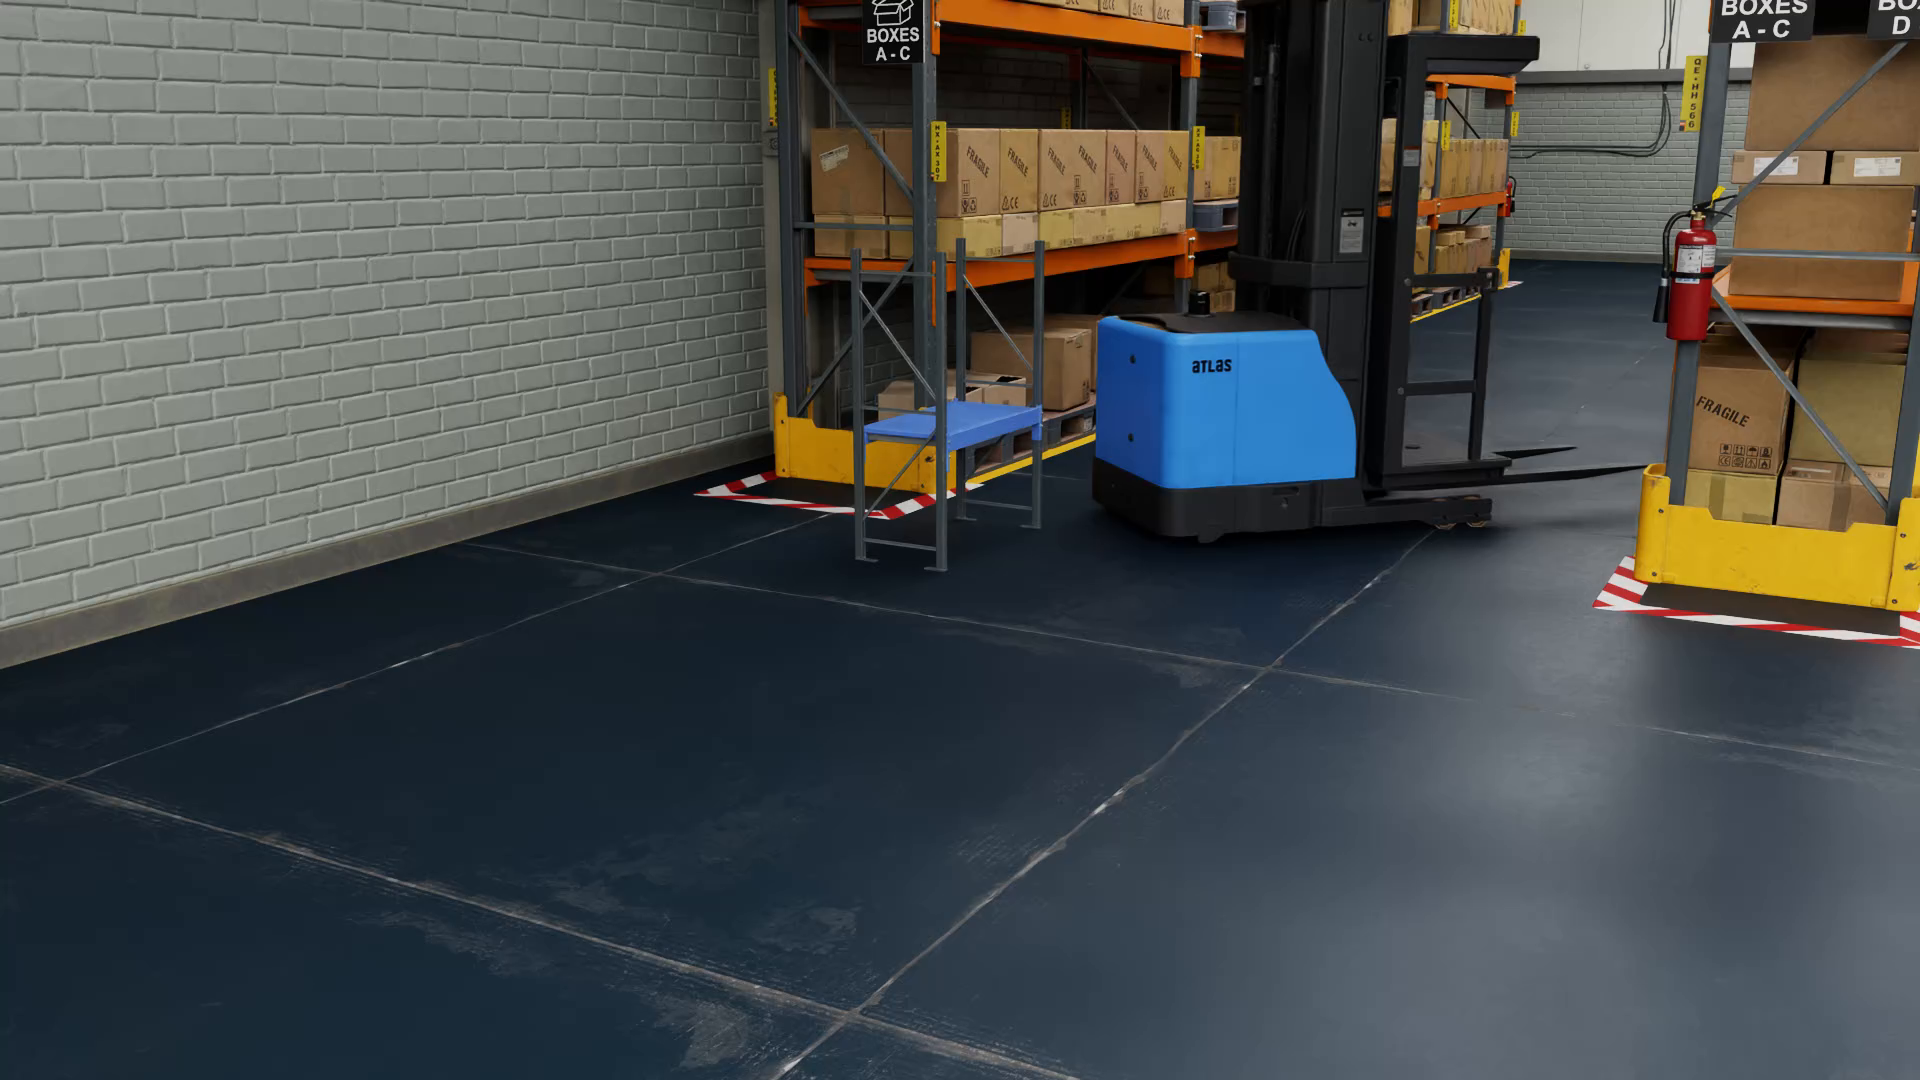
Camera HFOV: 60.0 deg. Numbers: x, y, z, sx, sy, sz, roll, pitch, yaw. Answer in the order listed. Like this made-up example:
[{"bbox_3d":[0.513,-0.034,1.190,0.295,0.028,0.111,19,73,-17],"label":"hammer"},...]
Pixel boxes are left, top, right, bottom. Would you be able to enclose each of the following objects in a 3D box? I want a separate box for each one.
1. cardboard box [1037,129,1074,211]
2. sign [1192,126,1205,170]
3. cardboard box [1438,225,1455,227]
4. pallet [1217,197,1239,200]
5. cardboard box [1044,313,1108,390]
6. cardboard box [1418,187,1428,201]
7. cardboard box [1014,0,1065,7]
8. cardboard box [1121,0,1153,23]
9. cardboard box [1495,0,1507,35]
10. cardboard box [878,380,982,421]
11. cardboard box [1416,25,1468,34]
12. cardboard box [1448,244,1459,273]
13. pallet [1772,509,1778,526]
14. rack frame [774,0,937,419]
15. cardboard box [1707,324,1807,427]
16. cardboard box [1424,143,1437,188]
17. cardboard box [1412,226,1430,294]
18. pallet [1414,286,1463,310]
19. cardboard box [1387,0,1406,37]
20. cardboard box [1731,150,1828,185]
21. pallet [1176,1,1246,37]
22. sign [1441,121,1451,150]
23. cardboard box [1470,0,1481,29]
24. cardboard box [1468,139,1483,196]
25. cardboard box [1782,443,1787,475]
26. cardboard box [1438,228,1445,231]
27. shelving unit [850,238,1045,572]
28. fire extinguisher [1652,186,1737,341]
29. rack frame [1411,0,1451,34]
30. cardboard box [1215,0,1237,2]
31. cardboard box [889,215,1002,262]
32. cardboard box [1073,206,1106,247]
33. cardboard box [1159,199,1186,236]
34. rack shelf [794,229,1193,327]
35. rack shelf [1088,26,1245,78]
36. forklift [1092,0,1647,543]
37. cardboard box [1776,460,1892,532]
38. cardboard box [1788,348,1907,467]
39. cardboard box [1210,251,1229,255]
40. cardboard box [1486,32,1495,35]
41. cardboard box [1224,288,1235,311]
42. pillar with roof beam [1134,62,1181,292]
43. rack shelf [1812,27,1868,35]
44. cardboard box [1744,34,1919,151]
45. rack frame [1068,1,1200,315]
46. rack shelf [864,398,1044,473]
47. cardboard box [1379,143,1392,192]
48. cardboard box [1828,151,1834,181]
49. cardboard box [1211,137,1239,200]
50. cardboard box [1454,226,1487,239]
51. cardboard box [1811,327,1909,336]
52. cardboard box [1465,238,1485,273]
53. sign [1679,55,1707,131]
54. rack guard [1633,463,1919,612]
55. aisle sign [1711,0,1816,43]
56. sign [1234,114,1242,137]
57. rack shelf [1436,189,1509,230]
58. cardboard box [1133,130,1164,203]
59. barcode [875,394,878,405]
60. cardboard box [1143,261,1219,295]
[{"bbox_3d":[0.400,-2.377,10.672,0.500,0.500,0.500,7,15,26],"label":"cardboard box"},{"bbox_3d":[1.815,-2.988,12.681,0.100,0.325,0.005,7,15,28],"label":"sign"},{"bbox_3d":[6.528,-4.183,22.537,0.380,0.149,0.250,7,15,28],"label":"cardboard box"},{"bbox_3d":[2.349,-2.944,14.754,1.003,0.211,1.213,7,15,28],"label":"pallet"},{"bbox_3d":[0.870,-1.409,12.371,0.500,0.500,0.500,6,15,24],"label":"cardboard box"},{"bbox_3d":[5.187,-4.000,19.220,0.380,0.149,0.250,8,16,29],"label":"cardboard box"},{"bbox_3d":[0.322,-3.577,10.313,0.500,0.500,0.500,8,16,31],"label":"cardboard box"},{"bbox_3d":[1.053,-3.910,11.695,0.500,0.500,0.500,6,15,23],"label":"cardboard box"},{"bbox_3d":[6.771,-6.809,21.589,0.500,0.500,0.500,8,16,30],"label":"cardboard box"},{"bbox_3d":[-0.184,-0.845,10.437,0.500,0.311,0.500,6,15,22],"label":"cardboard box"},{"bbox_3d":[5.769,-6.019,19.909,0.500,0.250,0.500,7,15,28],"label":"cardboard box"},{"bbox_3d":[5.901,-3.502,21.097,0.700,0.500,0.500,7,15,27],"label":"cardboard box"},{"bbox_3d":[4.074,-0.052,8.300,1.003,0.211,1.213,7,15,28],"label":"pallet"},{"bbox_3d":[-0.597,-1.807,9.627,1.000,3.000,0.127,7,15,28],"label":"rack frame"},{"bbox_3d":[4.453,-0.931,9.367,0.500,0.500,0.500,7,15,28],"label":"cardboard box"},{"bbox_3d":[5.201,-4.348,19.279,0.500,0.500,0.500,7,15,27],"label":"cardboard box"},{"bbox_3d":[5.003,-3.280,19.428,0.750,0.750,0.750,8,15,29],"label":"cardboard box"},{"bbox_3d":[5.640,-3.060,20.777,1.003,0.211,1.213,7,15,28],"label":"pallet"},{"bbox_3d":[4.470,-5.700,18.223,0.700,0.500,0.500,7,15,27],"label":"cardboard box"},{"bbox_3d":[3.759,-1.710,7.629,0.380,0.149,0.250,7,15,27],"label":"cardboard box"},{"bbox_3d":[1.728,-4.109,13.177,1.213,0.211,1.003,7,15,28],"label":"pallet"},{"bbox_3d":[5.683,-4.734,19.466,0.100,0.325,0.005,7,15,28],"label":"sign"},{"bbox_3d":[6.037,-6.492,20.272,0.500,0.500,0.500,7,15,27],"label":"cardboard box"},{"bbox_3d":[6.181,-4.823,21.501,0.980,0.700,0.700,7,15,25],"label":"cardboard box"},{"bbox_3d":[3.973,-0.361,8.602,0.500,0.250,0.500,7,15,28],"label":"cardboard box"},{"bbox_3d":[6.161,-4.027,21.889,0.380,0.149,0.250,8,15,29],"label":"cardboard box"},{"bbox_3d":[-0.041,-0.712,8.285,0.538,1.500,1.048,7,15,28],"label":"shelving unit"},{"bbox_3d":[3.277,-1.237,7.429,0.296,0.674,0.183,7,15,28],"label":"fire extinguisher"},{"bbox_3d":[5.204,-7.185,19.136,1.000,3.000,0.127,7,15,28],"label":"rack frame"},{"bbox_3d":[1.968,-4.476,13.593,0.500,0.311,0.500,8,16,30],"label":"cardboard box"},{"bbox_3d":[-0.083,-1.808,9.909,0.500,0.250,0.500,7,15,26],"label":"cardboard box"},{"bbox_3d":[0.653,-2.123,11.217,0.500,0.250,0.500,8,15,29],"label":"cardboard box"},{"bbox_3d":[1.373,-2.433,12.501,0.500,0.250,0.500,7,15,28],"label":"cardboard box"},{"bbox_3d":[0.370,-1.867,11.414,1.077,0.370,4.000,7,15,28],"label":"rack shelf"},{"bbox_3d":[2.303,-4.146,14.466,1.077,0.370,4.000,7,15,28],"label":"rack shelf"},{"bbox_3d":[2.302,-1.589,8.869,3.031,2.935,1.130,-4,14,-17],"label":"forklift"},{"bbox_3d":[4.195,-0.198,7.927,0.500,0.250,0.500,7,15,28],"label":"cardboard box"},{"bbox_3d":[4.435,-0.666,8.266,0.500,0.500,0.500,7,15,28],"label":"cardboard box"},{"bbox_3d":[2.637,-2.548,15.496,0.500,0.250,0.500,8,16,29],"label":"cardboard box"},{"bbox_3d":[6.518,-6.333,21.212,0.500,0.250,0.500,7,15,26],"label":"cardboard box"},{"bbox_3d":[2.166,-1.991,14.785,0.700,0.500,0.500,8,15,29],"label":"cardboard box"},{"bbox_3d":[5.653,-5.708,13.009,9.100,9.000,0.400,7,15,28],"label":"pillar with roof beam"},{"bbox_3d":[6.641,-3.586,12.141,1.077,0.370,4.000,7,15,28],"label":"rack shelf"},{"bbox_3d":[4.003,-2.031,7.575,0.700,0.500,0.500,7,15,28],"label":"cardboard box"},{"bbox_3d":[1.336,-2.627,13.031,1.000,3.000,0.127,7,15,28],"label":"rack frame"},{"bbox_3d":[-0.041,-0.537,8.327,0.538,0.185,1.000,7,15,28],"label":"rack shelf"},{"bbox_3d":[4.231,-3.930,17.543,0.500,0.500,0.500,7,15,28],"label":"cardboard box"},{"bbox_3d":[4.131,-1.868,8.284,0.380,0.149,0.250,8,16,29],"label":"cardboard box"},{"bbox_3d":[1.889,-3.104,13.857,0.700,0.500,0.500,9,16,34],"label":"cardboard box"},{"bbox_3d":[6.861,-4.139,22.356,0.380,0.149,0.250,8,16,30],"label":"cardboard box"},{"bbox_3d":[5.151,-0.975,9.547,0.500,0.500,0.500,7,15,28],"label":"cardboard box"},{"bbox_3d":[6.645,-3.821,22.419,0.700,0.500,0.500,7,15,28],"label":"cardboard box"},{"bbox_3d":[3.273,-1.989,7.406,0.100,0.325,0.005,7,15,28],"label":"sign"},{"bbox_3d":[3.729,-0.026,7.575,1.175,0.500,0.348,7,15,28],"label":"rack guard"},{"bbox_3d":[3.452,-2.530,7.080,0.394,0.787,0.004,7,15,28],"label":"aisle sign"},{"bbox_3d":[2.783,-4.073,16.558,0.100,0.325,0.005,7,15,28],"label":"sign"},{"bbox_3d":[6.171,-4.329,21.626,1.077,0.370,4.000,7,15,28],"label":"rack shelf"},{"bbox_3d":[1.142,-2.694,11.984,0.500,0.500,0.500,7,15,28],"label":"cardboard box"},{"bbox_3d":[-0.525,-0.899,10.640,0.001,0.075,0.075,7,15,28],"label":"barcode"},{"bbox_3d":[1.888,-2.234,14.195,0.500,0.250,0.500,7,15,27],"label":"cardboard box"}]
